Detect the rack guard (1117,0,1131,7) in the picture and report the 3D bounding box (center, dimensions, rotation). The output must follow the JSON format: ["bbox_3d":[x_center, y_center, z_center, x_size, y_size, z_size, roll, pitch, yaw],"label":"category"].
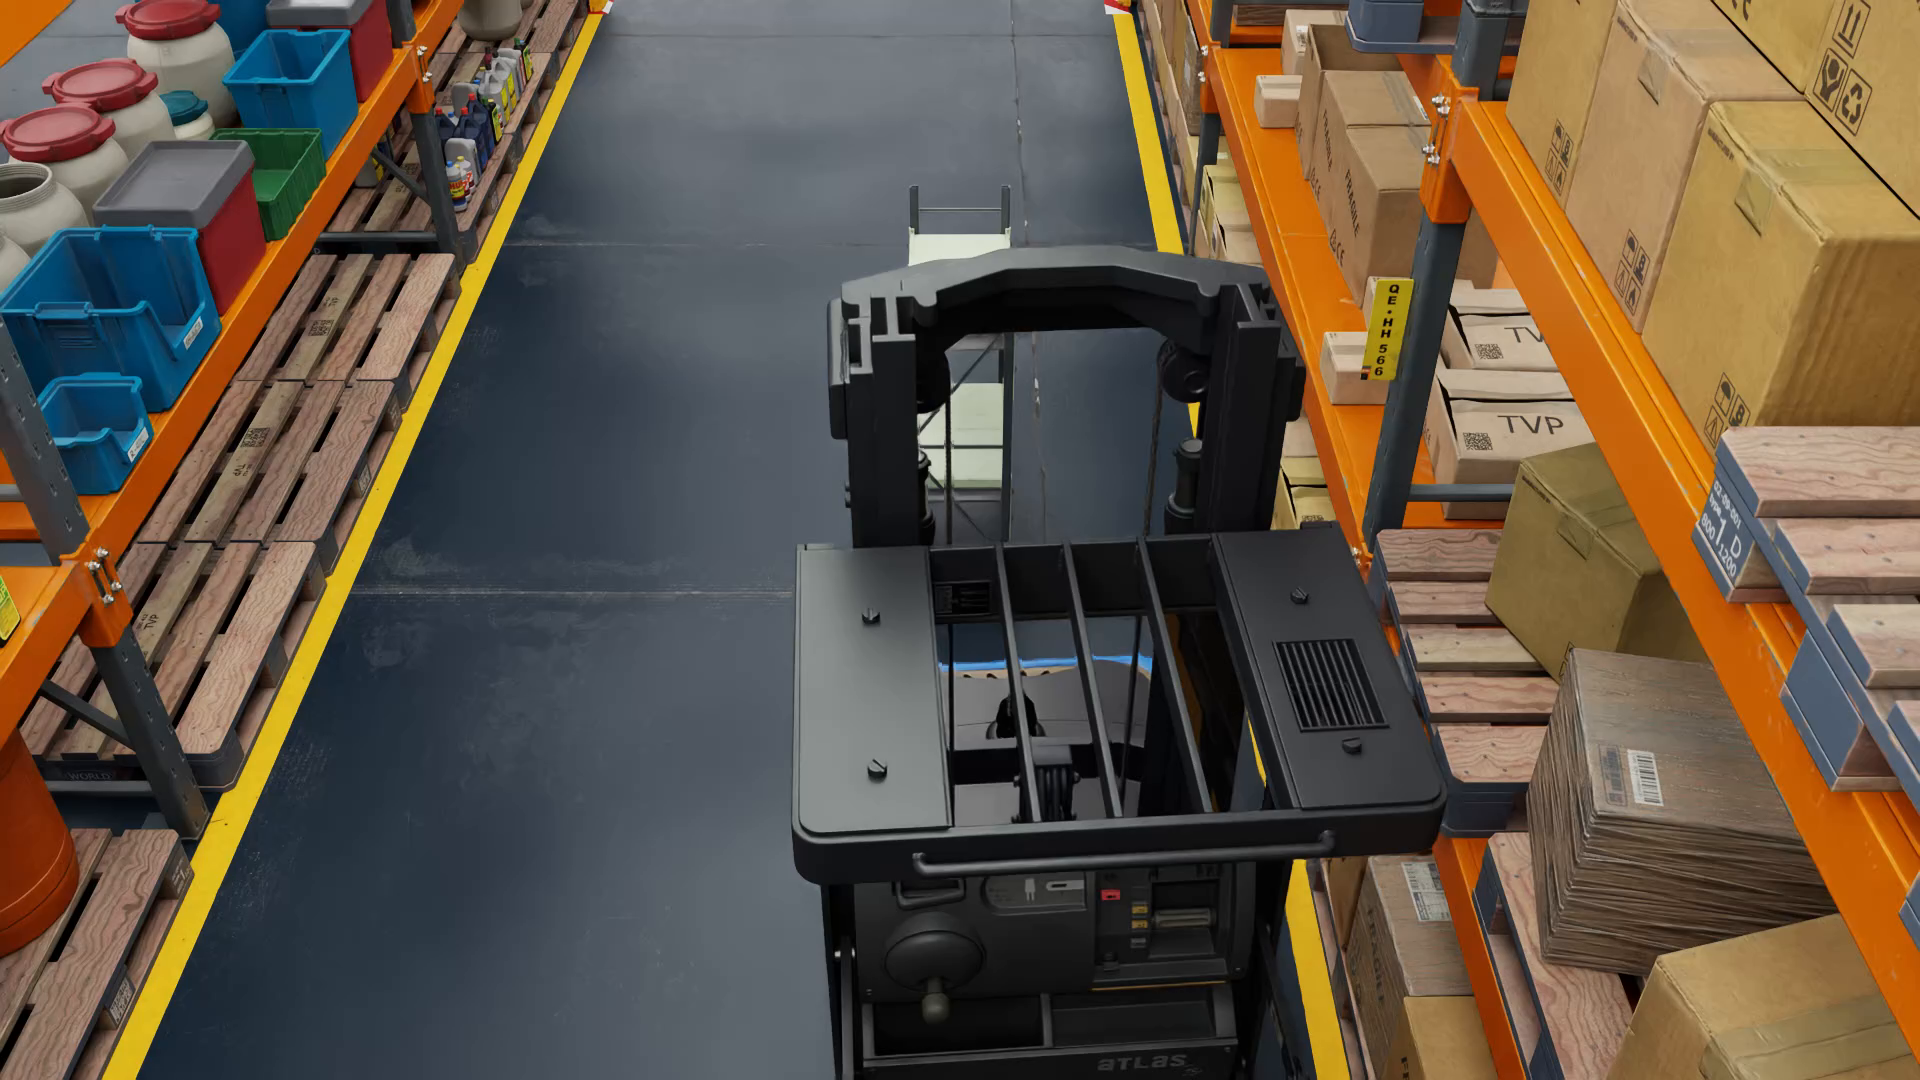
[{"bbox_3d":[1.740,-4.179,12.065,1.175,0.500,0.348,0,39,0],"label":"rack guard"}]

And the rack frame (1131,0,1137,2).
[{"bbox_3d":[1.740,-5.139,11.264,1.000,3.000,0.127,0,39,0],"label":"rack frame"}]

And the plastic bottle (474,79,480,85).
[{"bbox_3d":[-2.917,-2.694,10.099,0.097,0.201,0.097,0,39,0],"label":"plastic bottle"}]

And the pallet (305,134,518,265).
[{"bbox_3d":[-3.168,-1.968,9.537,1.003,0.211,1.213,0,39,0],"label":"pallet"}]

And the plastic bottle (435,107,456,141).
[{"bbox_3d":[-2.939,-2.279,9.462,0.144,0.351,0.185,0,39,0],"label":"plastic bottle"}]

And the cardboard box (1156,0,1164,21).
[{"bbox_3d":[1.534,-3.562,10.559,0.500,0.500,0.500,0,39,0],"label":"cardboard box"}]

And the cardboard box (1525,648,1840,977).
[{"bbox_3d":[1.672,0.627,3.654,0.700,0.500,0.500,7,39,8],"label":"cardboard box"}]

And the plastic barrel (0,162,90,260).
[{"bbox_3d":[-3.420,-1.085,6.116,0.421,0.512,0.421,0,39,0],"label":"plastic barrel"}]

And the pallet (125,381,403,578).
[{"bbox_3d":[-3.165,-0.292,7.446,1.003,0.211,1.213,0,39,0],"label":"pallet"}]

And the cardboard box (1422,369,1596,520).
[{"bbox_3d":[1.792,-0.329,5.333,0.500,0.311,0.500,2,39,3],"label":"cardboard box"}]

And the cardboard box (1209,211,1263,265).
[{"bbox_3d":[1.491,-1.376,7.983,0.500,0.311,0.500,0,39,-1],"label":"cardboard box"}]

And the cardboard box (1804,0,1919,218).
[{"bbox_3d":[1.744,-0.825,2.603,0.500,0.500,0.500,0,39,0],"label":"cardboard box"}]

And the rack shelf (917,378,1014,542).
[{"bbox_3d":[0.000,-0.335,6.990,0.431,0.370,0.720,0,39,0],"label":"rack shelf"}]

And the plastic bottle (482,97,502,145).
[{"bbox_3d":[-2.754,-2.475,9.760,0.061,0.283,0.133,2,39,2],"label":"plastic bottle"}]

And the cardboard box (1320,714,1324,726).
[{"bbox_3d":[1.504,0.444,6.160,0.500,0.250,0.500,1,39,1],"label":"cardboard box"}]

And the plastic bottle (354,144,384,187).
[{"bbox_3d":[-3.354,-2.177,9.334,0.144,0.351,0.185,0,39,0],"label":"plastic bottle"}]

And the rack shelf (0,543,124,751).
[{"bbox_3d":[-3.202,1.396,3.684,1.077,0.370,4.000,0,39,0],"label":"rack shelf"}]

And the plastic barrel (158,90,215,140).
[{"bbox_3d":[-3.361,-1.755,7.152,0.301,0.262,0.301,0,39,0],"label":"plastic barrel"}]

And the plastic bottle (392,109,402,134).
[{"bbox_3d":[-3.388,-2.575,9.885,0.061,0.283,0.133,0,39,0],"label":"plastic bottle"}]

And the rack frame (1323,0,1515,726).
[{"bbox_3d":[1.749,-0.136,5.021,1.000,3.000,0.127,0,39,0],"label":"rack frame"}]

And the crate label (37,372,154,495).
[{"bbox_3d":[-2.830,-0.333,5.401,0.303,0.233,0.416,0,39,0],"label":"crate label"}]

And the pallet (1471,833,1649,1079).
[{"bbox_3d":[1.756,1.155,3.564,1.003,0.211,1.213,0,39,0],"label":"pallet"}]

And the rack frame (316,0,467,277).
[{"bbox_3d":[-3.209,-2.636,8.141,1.000,3.000,0.127,0,39,0],"label":"rack frame"}]

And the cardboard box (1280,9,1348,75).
[{"bbox_3d":[1.789,-2.271,7.806,0.500,0.250,0.500,2,39,3],"label":"cardboard box"}]

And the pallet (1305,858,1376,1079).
[{"bbox_3d":[1.712,1.419,5.311,1.003,0.211,1.213,0,39,0],"label":"pallet"}]

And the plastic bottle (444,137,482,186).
[{"bbox_3d":[-2.799,-2.147,9.357,0.152,0.276,0.135,1,39,2],"label":"plastic bottle"}]

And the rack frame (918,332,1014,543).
[{"bbox_3d":[0.000,-0.361,6.501,0.400,1.500,0.023,0,39,0],"label":"rack frame"}]

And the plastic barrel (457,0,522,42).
[{"bbox_3d":[-3.136,-3.606,11.005,0.421,0.512,0.421,0,39,0],"label":"plastic barrel"}]

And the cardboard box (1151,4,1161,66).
[{"bbox_3d":[1.522,-3.269,10.794,0.500,0.250,0.500,0,39,0],"label":"cardboard box"}]

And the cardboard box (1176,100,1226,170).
[{"bbox_3d":[1.534,-2.331,9.623,0.500,0.250,0.500,0,39,0],"label":"cardboard box"}]

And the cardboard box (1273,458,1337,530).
[{"bbox_3d":[1.495,-0.098,6.389,0.500,0.311,0.500,-1,39,-1],"label":"cardboard box"}]

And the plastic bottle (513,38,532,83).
[{"bbox_3d":[-2.755,-3.028,10.451,0.061,0.283,0.133,1,39,1],"label":"plastic bottle"}]

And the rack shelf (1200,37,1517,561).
[{"bbox_3d":[1.747,-1.106,6.807,1.077,0.370,4.000,0,39,0],"label":"rack shelf"}]

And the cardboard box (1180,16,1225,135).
[{"bbox_3d":[1.536,-2.624,9.389,0.500,0.500,0.500,0,39,0],"label":"cardboard box"}]

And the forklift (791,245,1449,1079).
[{"bbox_3d":[0.239,0.975,3.689,1.130,2.935,3.031,-3,39,-3],"label":"forklift"}]

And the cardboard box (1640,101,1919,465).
[{"bbox_3d":[1.784,-0.429,2.908,0.910,0.500,0.500,0,39,0],"label":"cardboard box"}]

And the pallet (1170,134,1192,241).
[{"bbox_3d":[1.785,-2.047,9.635,1.003,0.211,1.213,0,39,0],"label":"pallet"}]

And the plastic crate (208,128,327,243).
[{"bbox_3d":[-2.925,-1.465,6.849,0.450,0.188,0.662,0,39,0],"label":"plastic crate"}]

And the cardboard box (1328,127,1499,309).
[{"bbox_3d":[1.731,-1.225,6.299,0.500,0.500,0.500,-2,39,-2],"label":"cardboard box"}]

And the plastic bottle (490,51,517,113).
[{"bbox_3d":[-2.796,-2.780,10.086,0.144,0.351,0.185,1,39,2],"label":"plastic bottle"}]

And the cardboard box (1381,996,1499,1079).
[{"bbox_3d":[1.465,1.593,4.510,0.500,0.500,0.500,-1,39,-1],"label":"cardboard box"}]

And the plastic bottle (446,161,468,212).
[{"bbox_3d":[-2.771,-1.943,9.106,0.097,0.271,0.097,0,39,0],"label":"plastic bottle"}]

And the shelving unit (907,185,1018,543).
[{"bbox_3d":[0.000,-0.589,6.786,0.431,1.500,0.755,0,39,0],"label":"shelving unit"}]
